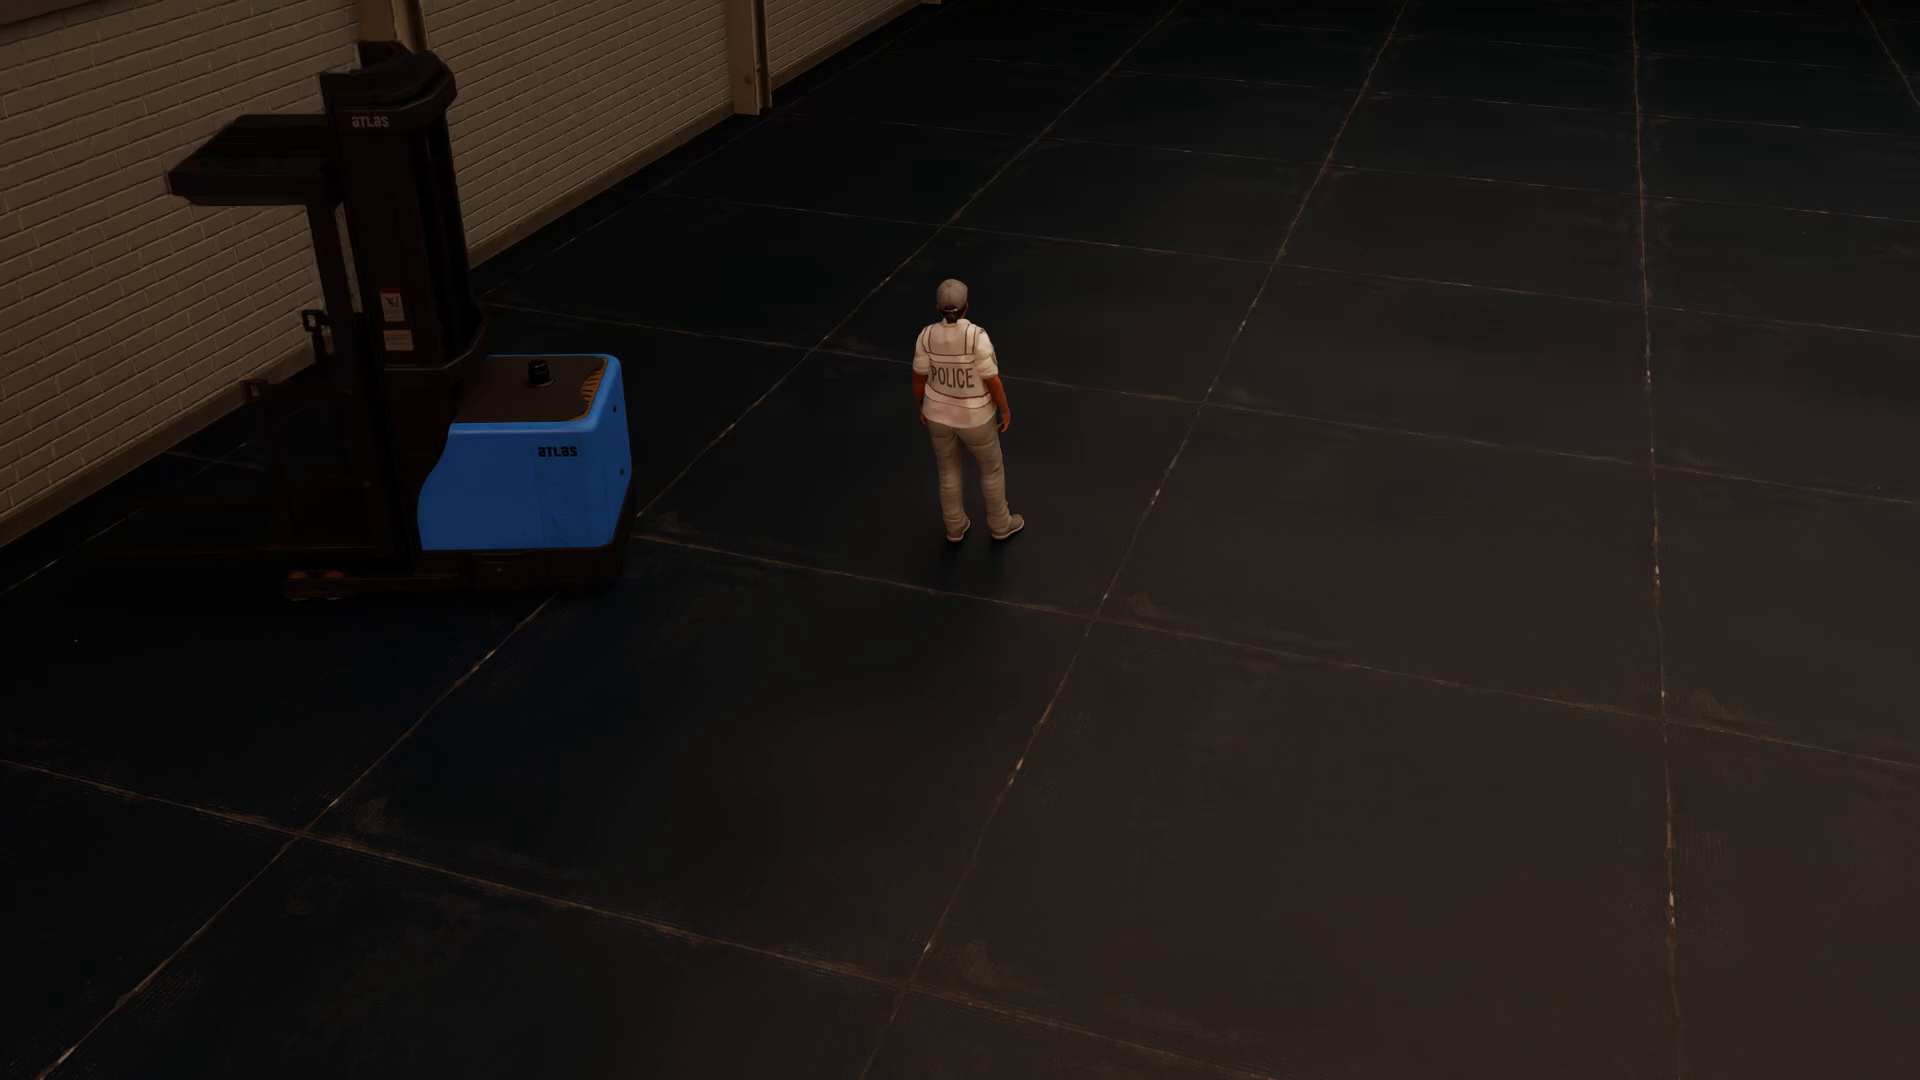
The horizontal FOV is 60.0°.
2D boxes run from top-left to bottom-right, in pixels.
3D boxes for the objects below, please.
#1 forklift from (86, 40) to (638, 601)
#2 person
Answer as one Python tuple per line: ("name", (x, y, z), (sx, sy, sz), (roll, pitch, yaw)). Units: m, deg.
("forklift", (-3.498, -1.191, 9.225), (3.031, 2.935, 1.130), (-1, 30, -2))
("person", (0.047, -0.762, 9.737), (0.598, 1.670, 0.529), (10, 31, 16))
